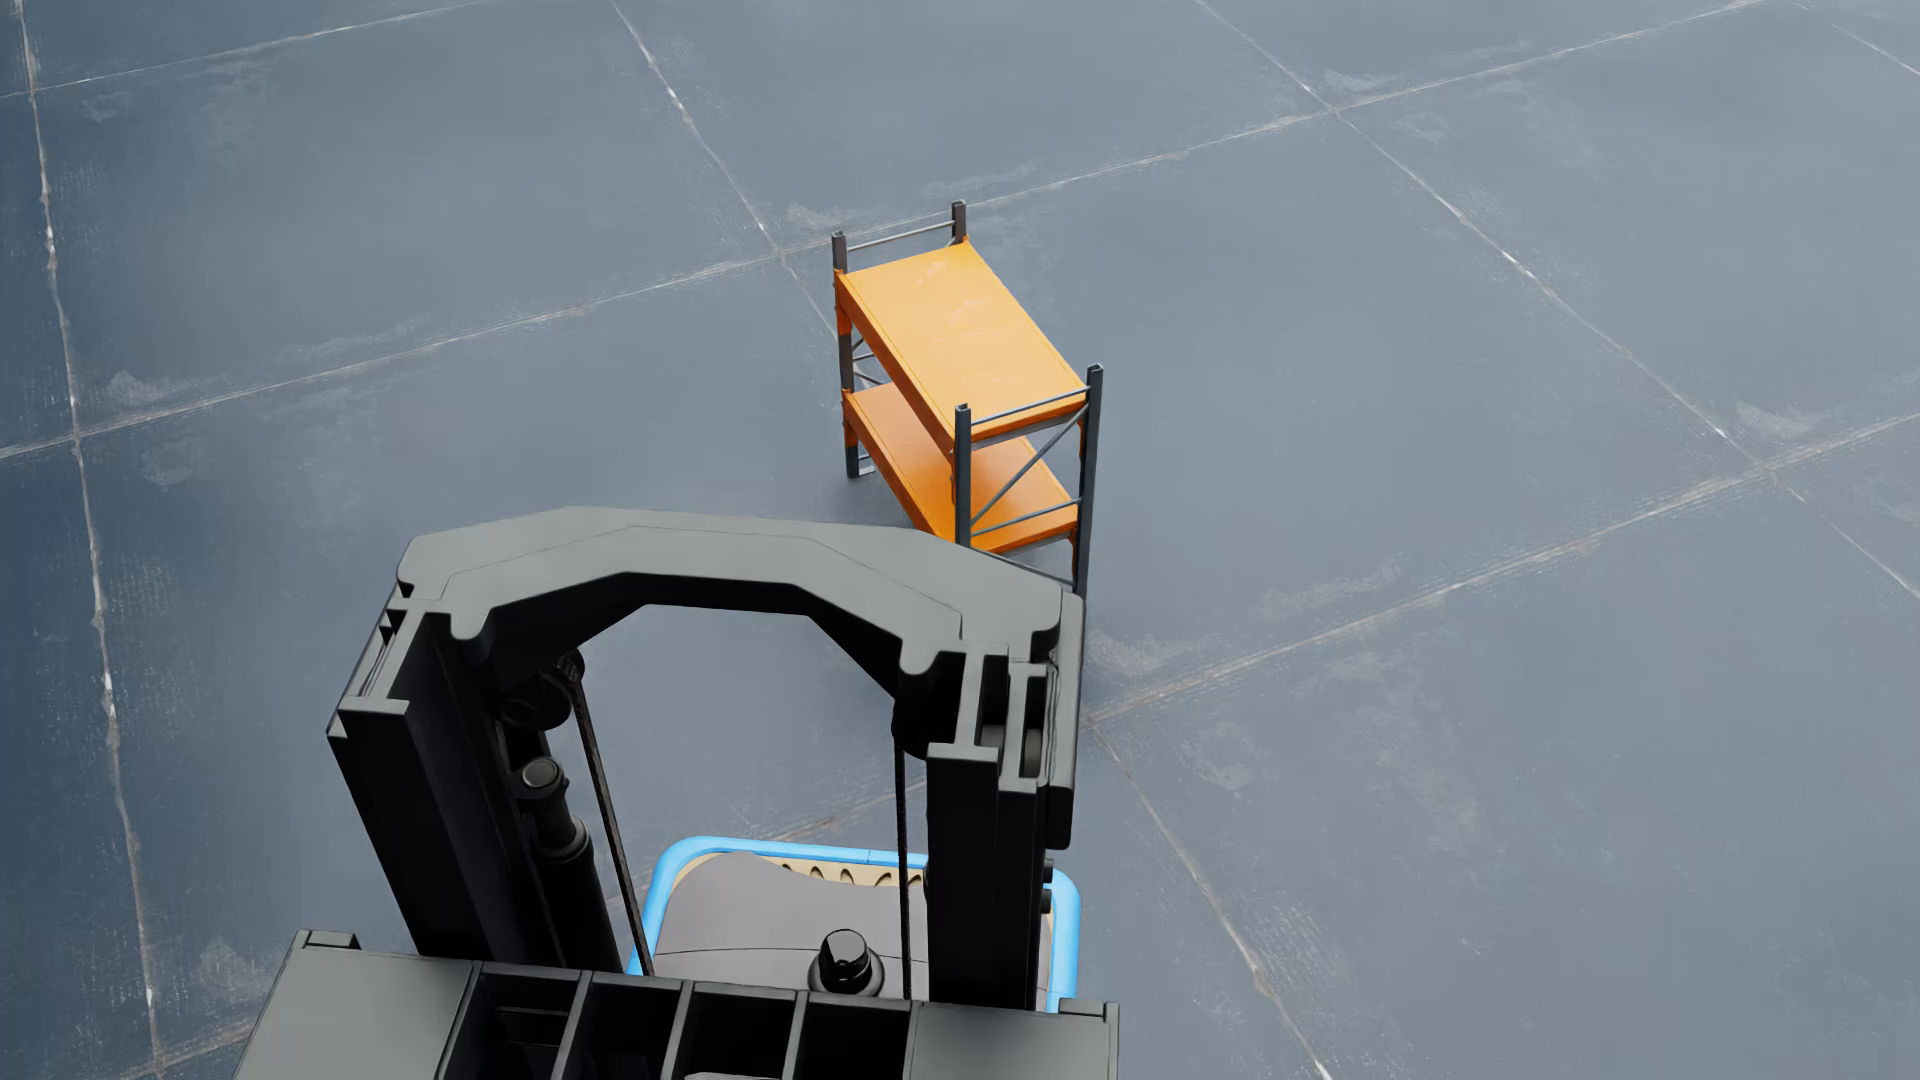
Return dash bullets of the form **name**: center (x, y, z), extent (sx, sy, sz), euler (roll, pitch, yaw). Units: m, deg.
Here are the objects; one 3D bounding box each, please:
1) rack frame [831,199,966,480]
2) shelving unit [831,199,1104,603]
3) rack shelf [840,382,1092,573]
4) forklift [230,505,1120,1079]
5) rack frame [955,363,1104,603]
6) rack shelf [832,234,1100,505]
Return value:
- **rack frame**: center (-0.211, -0.720, 6.179), extent (0.500, 1.125, 0.032), euler (-18, 47, -17)
- **shelving unit**: center (0.003, -0.396, 5.851), extent (0.538, 1.125, 1.048), euler (-18, 47, -17)
- **rack shelf**: center (0.003, -0.222, 6.022), extent (0.538, 0.278, 1.000), euler (-18, 47, -17)
- **forklift**: center (-0.365, 1.494, 2.649), extent (1.130, 2.935, 3.031), euler (4, 45, 4)
- **rack frame**: center (0.217, -0.072, 5.522), extent (0.500, 1.125, 0.032), euler (-18, 47, -17)
- **rack shelf**: center (0.003, -0.604, 5.645), extent (0.538, 0.278, 1.000), euler (-18, 47, -17)
